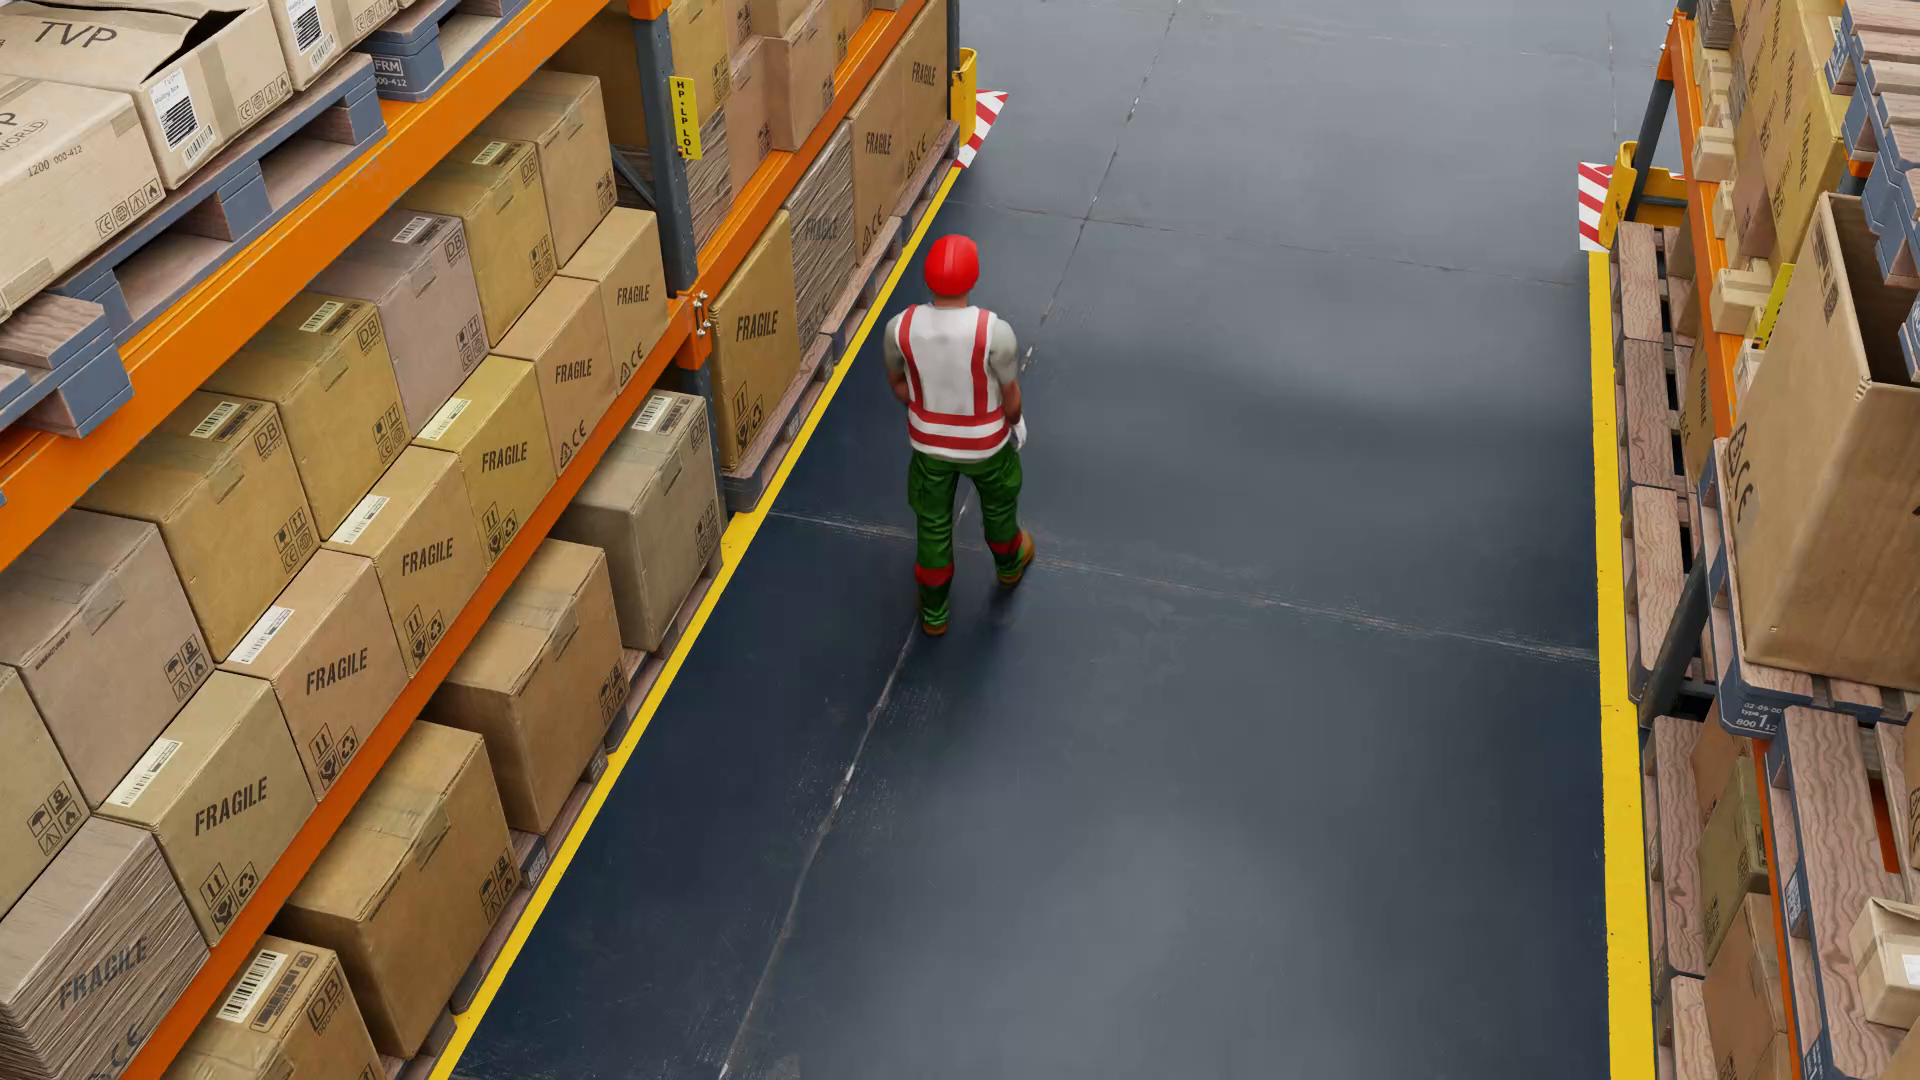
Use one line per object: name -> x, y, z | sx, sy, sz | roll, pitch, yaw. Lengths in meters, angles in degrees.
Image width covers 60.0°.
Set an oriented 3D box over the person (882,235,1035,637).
person -> 0.005, -0.471, 6.675 | 0.567, 1.784, 0.675 | 7, 41, 9
